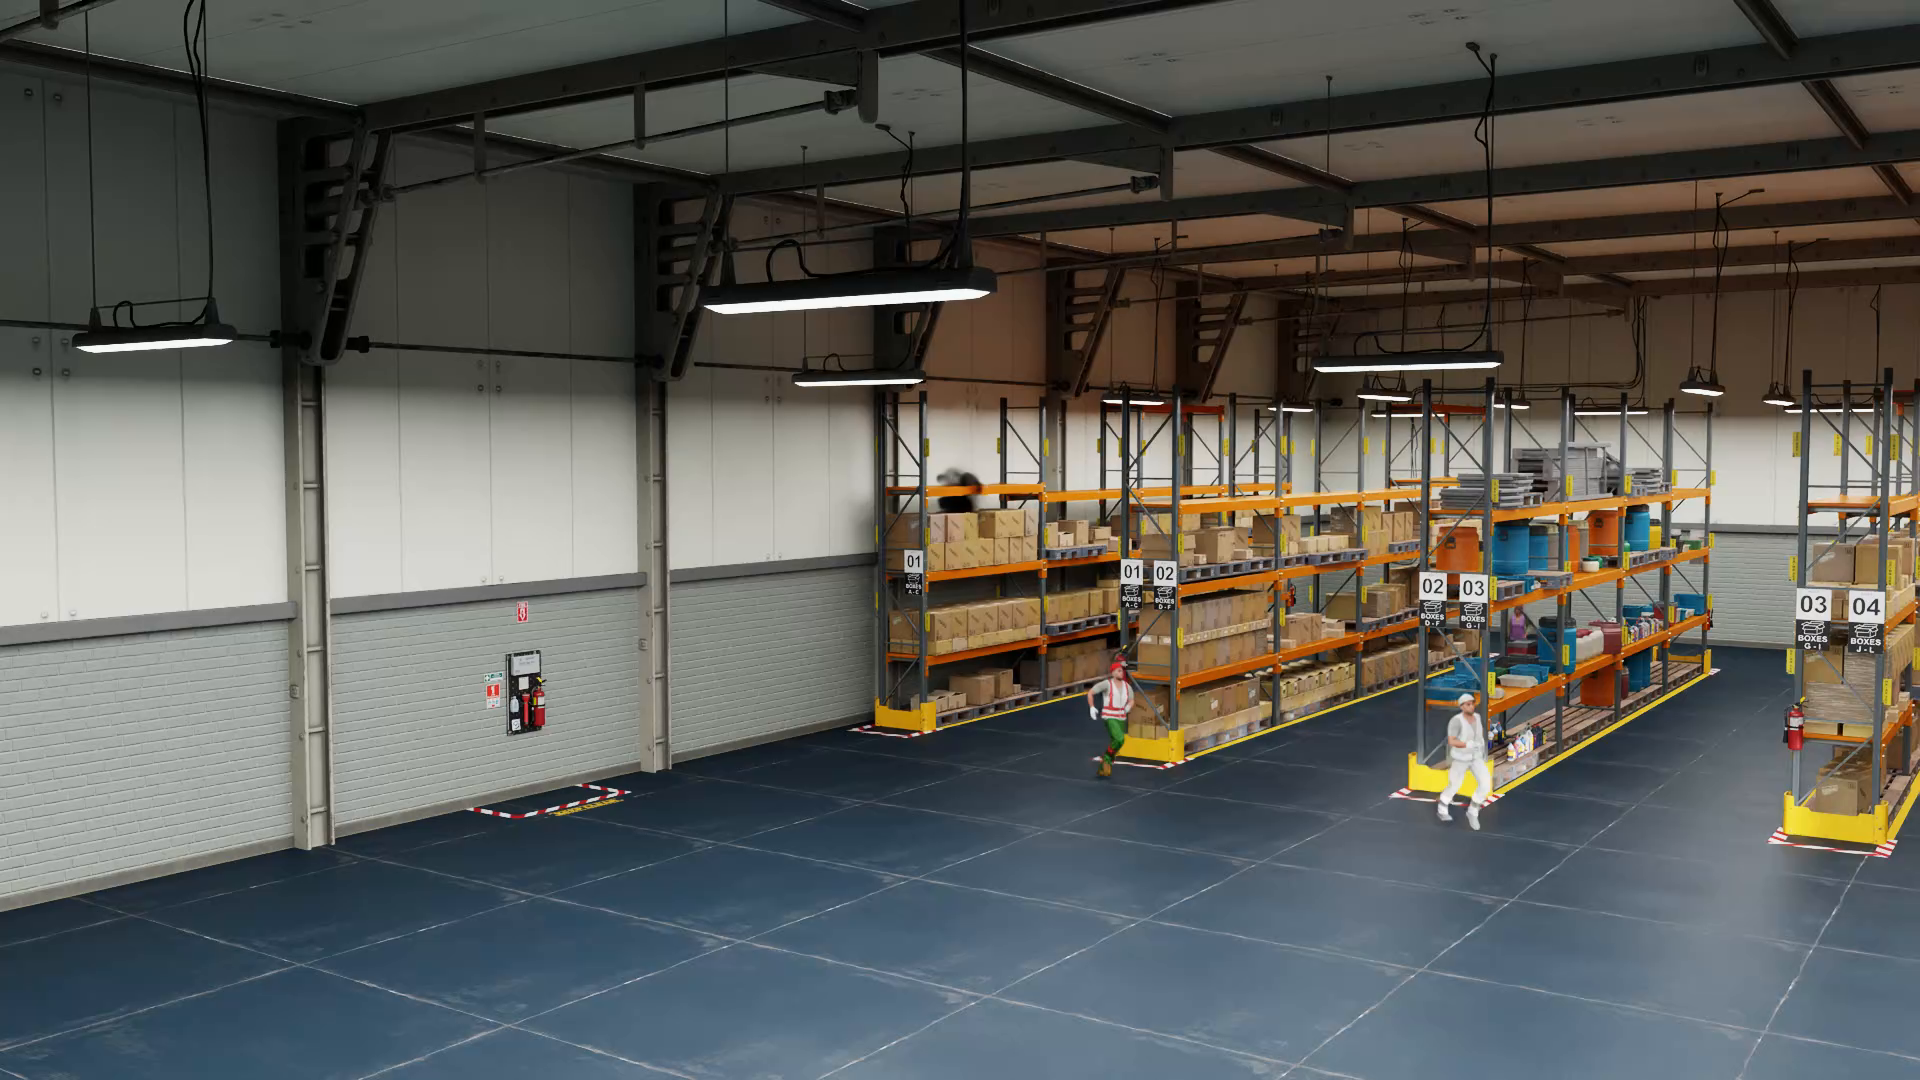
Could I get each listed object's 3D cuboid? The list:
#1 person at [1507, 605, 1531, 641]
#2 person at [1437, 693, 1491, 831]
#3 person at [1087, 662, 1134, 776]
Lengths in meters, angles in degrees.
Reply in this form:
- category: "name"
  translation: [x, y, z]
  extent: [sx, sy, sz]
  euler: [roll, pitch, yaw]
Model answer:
- category: "person"
  translation: [12.323, 2.198, 36.726]
  extent: [0.522, 1.554, 0.598]
  euler: [1, 3, 20]
- category: "person"
  translation: [6.654, 2.894, 21.813]
  extent: [0.676, 1.790, 0.891]
  euler: [-1, 3, -17]
- category: "person"
  translation: [2.356, 2.717, 25.178]
  extent: [0.705, 1.720, 0.648]
  euler: [-2, 4, -34]
